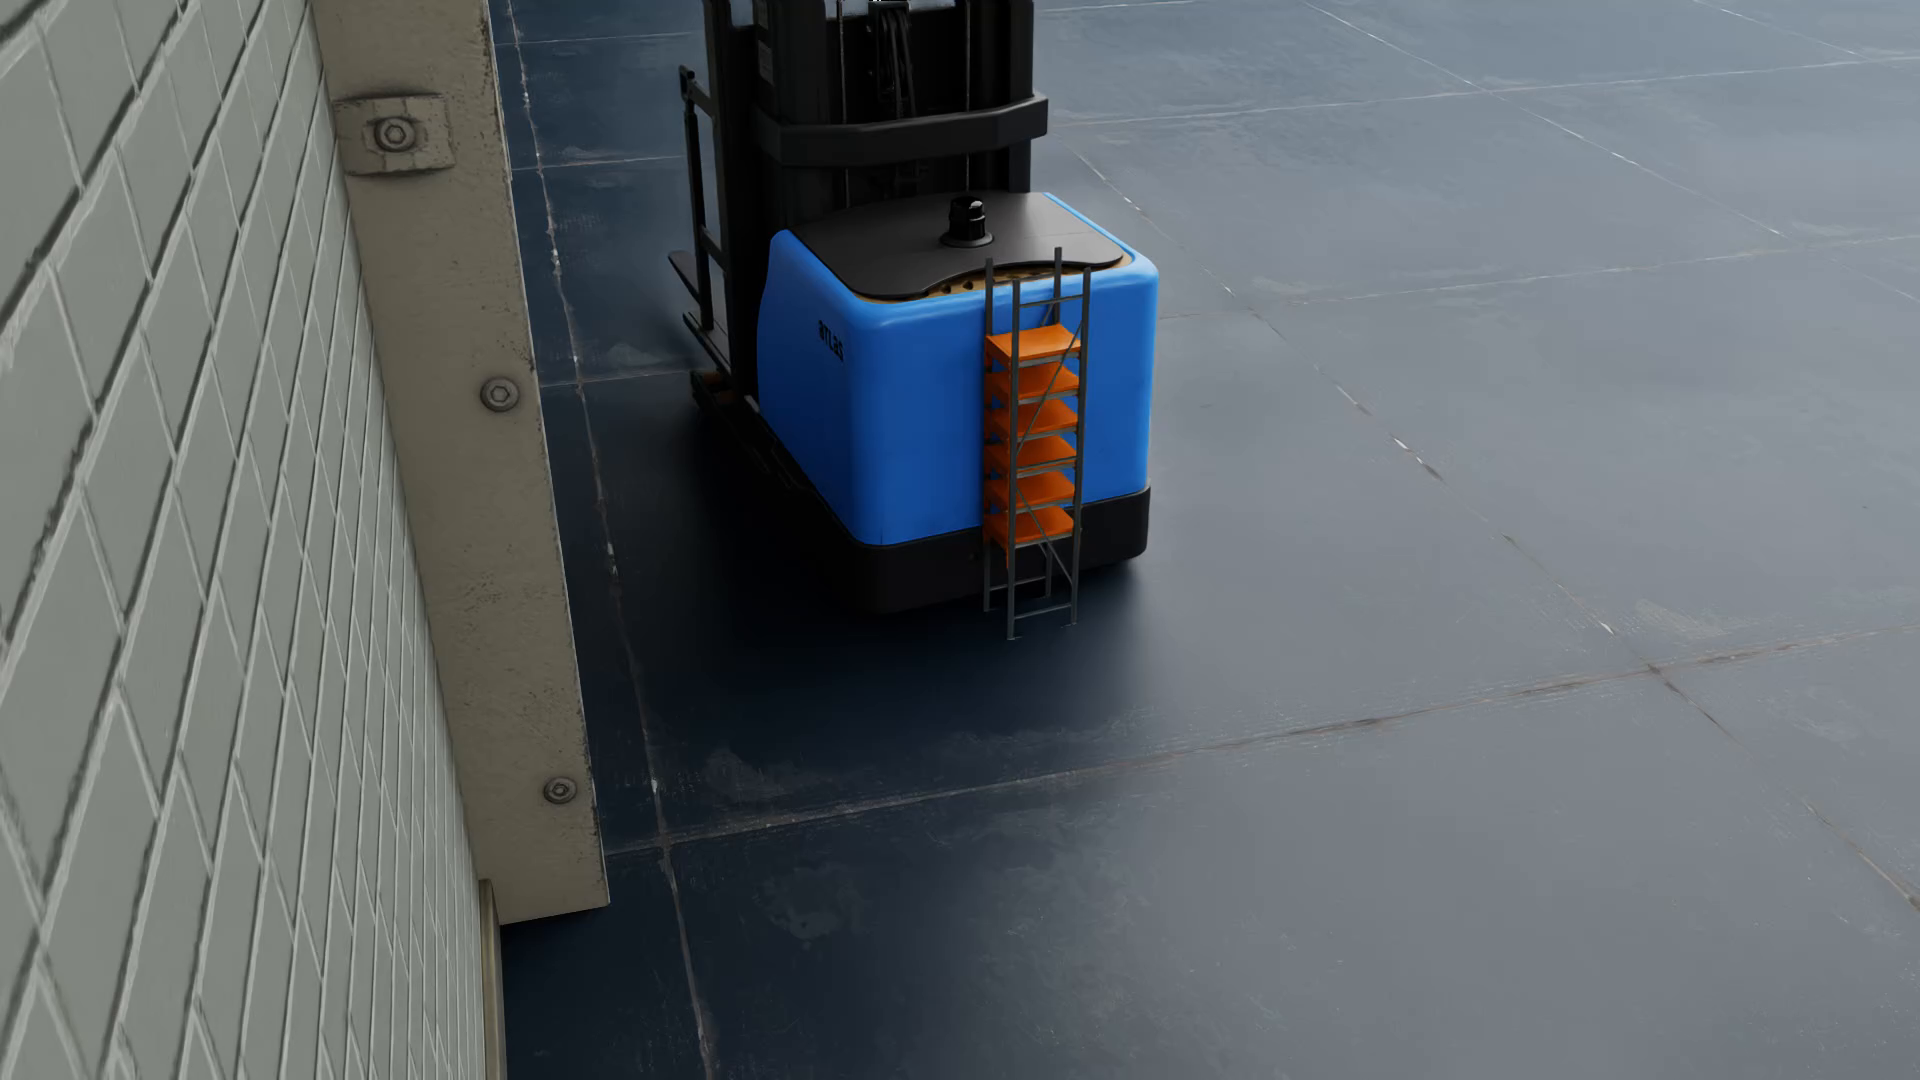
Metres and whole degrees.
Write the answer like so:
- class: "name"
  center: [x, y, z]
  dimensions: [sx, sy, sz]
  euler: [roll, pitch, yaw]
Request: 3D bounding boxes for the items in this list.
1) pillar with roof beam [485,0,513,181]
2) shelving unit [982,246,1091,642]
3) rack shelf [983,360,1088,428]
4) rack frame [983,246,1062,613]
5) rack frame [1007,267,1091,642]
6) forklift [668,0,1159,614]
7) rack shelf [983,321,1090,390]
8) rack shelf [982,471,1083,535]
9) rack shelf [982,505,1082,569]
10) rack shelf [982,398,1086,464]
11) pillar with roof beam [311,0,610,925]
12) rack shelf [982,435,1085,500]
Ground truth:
- class: "pillar with roof beam"
  center: [1.480, -6.525, 8.041]
  dimensions: [9.100, 9.000, 0.400]
  euler: [-8, 31, -13]
- class: "shelving unit"
  center: [0.221, -0.267, 5.014]
  dimensions: [0.258, 1.200, 0.189]
  euler: [-12, 32, -20]
- class: "rack shelf"
  center: [0.221, -0.436, 4.916]
  dimensions: [0.258, 0.103, 0.180]
  euler: [-12, 32, -20]
- class: "rack frame"
  center: [0.185, -0.309, 5.086]
  dimensions: [0.240, 1.200, 0.006]
  euler: [-12, 32, -20]
- class: "rack frame"
  center: [0.258, -0.225, 4.941]
  dimensions: [0.240, 1.200, 0.006]
  euler: [-12, 32, -20]
- class: "forklift"
  center: [-0.420, -1.757, 5.860]
  dimensions: [1.130, 2.935, 3.031]
  euler: [-12, 32, -20]
- class: "rack shelf"
  center: [0.221, -0.540, 4.856]
  dimensions: [0.258, 0.103, 0.180]
  euler: [-12, 32, -20]
- class: "rack shelf"
  center: [0.221, -0.125, 5.096]
  dimensions: [0.258, 0.103, 0.180]
  euler: [-12, 32, -20]
- class: "rack shelf"
  center: [0.221, -0.021, 5.156]
  dimensions: [0.258, 0.103, 0.180]
  euler: [-12, 32, -20]
- class: "rack shelf"
  center: [0.221, -0.332, 4.976]
  dimensions: [0.258, 0.103, 0.180]
  euler: [-12, 32, -20]
- class: "pillar with roof beam"
  center: [3.072, -3.628, 3.034]
  dimensions: [9.100, 9.000, 0.400]
  euler: [-8, 31, -13]
- class: "rack shelf"
  center: [0.221, -0.229, 5.036]
  dimensions: [0.258, 0.103, 0.180]
  euler: [-12, 32, -20]
